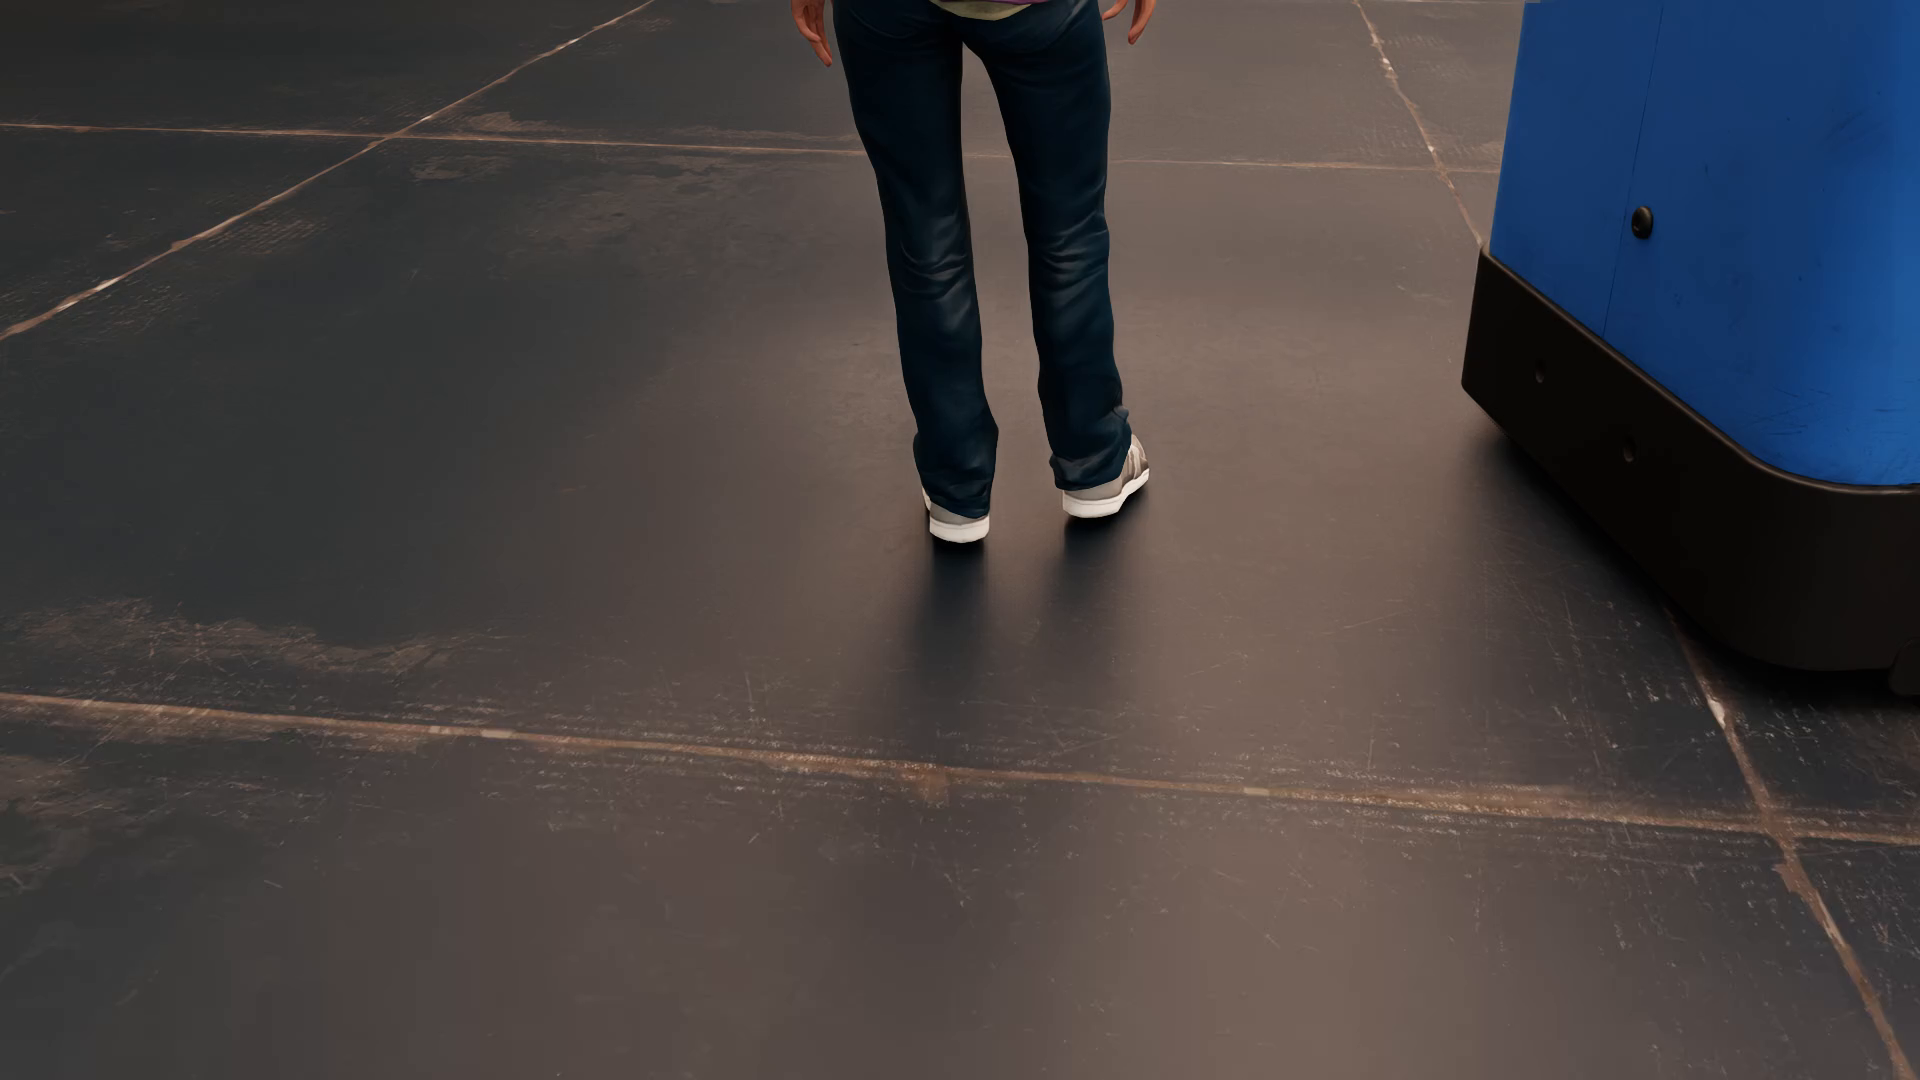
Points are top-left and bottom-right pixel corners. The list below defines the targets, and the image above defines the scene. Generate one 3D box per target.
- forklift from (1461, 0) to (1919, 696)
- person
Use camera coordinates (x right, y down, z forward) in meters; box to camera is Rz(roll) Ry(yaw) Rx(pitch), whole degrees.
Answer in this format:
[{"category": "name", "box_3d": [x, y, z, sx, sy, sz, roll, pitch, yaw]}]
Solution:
[{"category": "forklift", "box_3d": [2.413, -1.380, 1.982, 3.031, 2.935, 1.130, -2, 27, -5]}, {"category": "person", "box_3d": [0.024, -0.753, 2.204, 0.520, 1.597, 0.476, 3, 27, 7]}]
